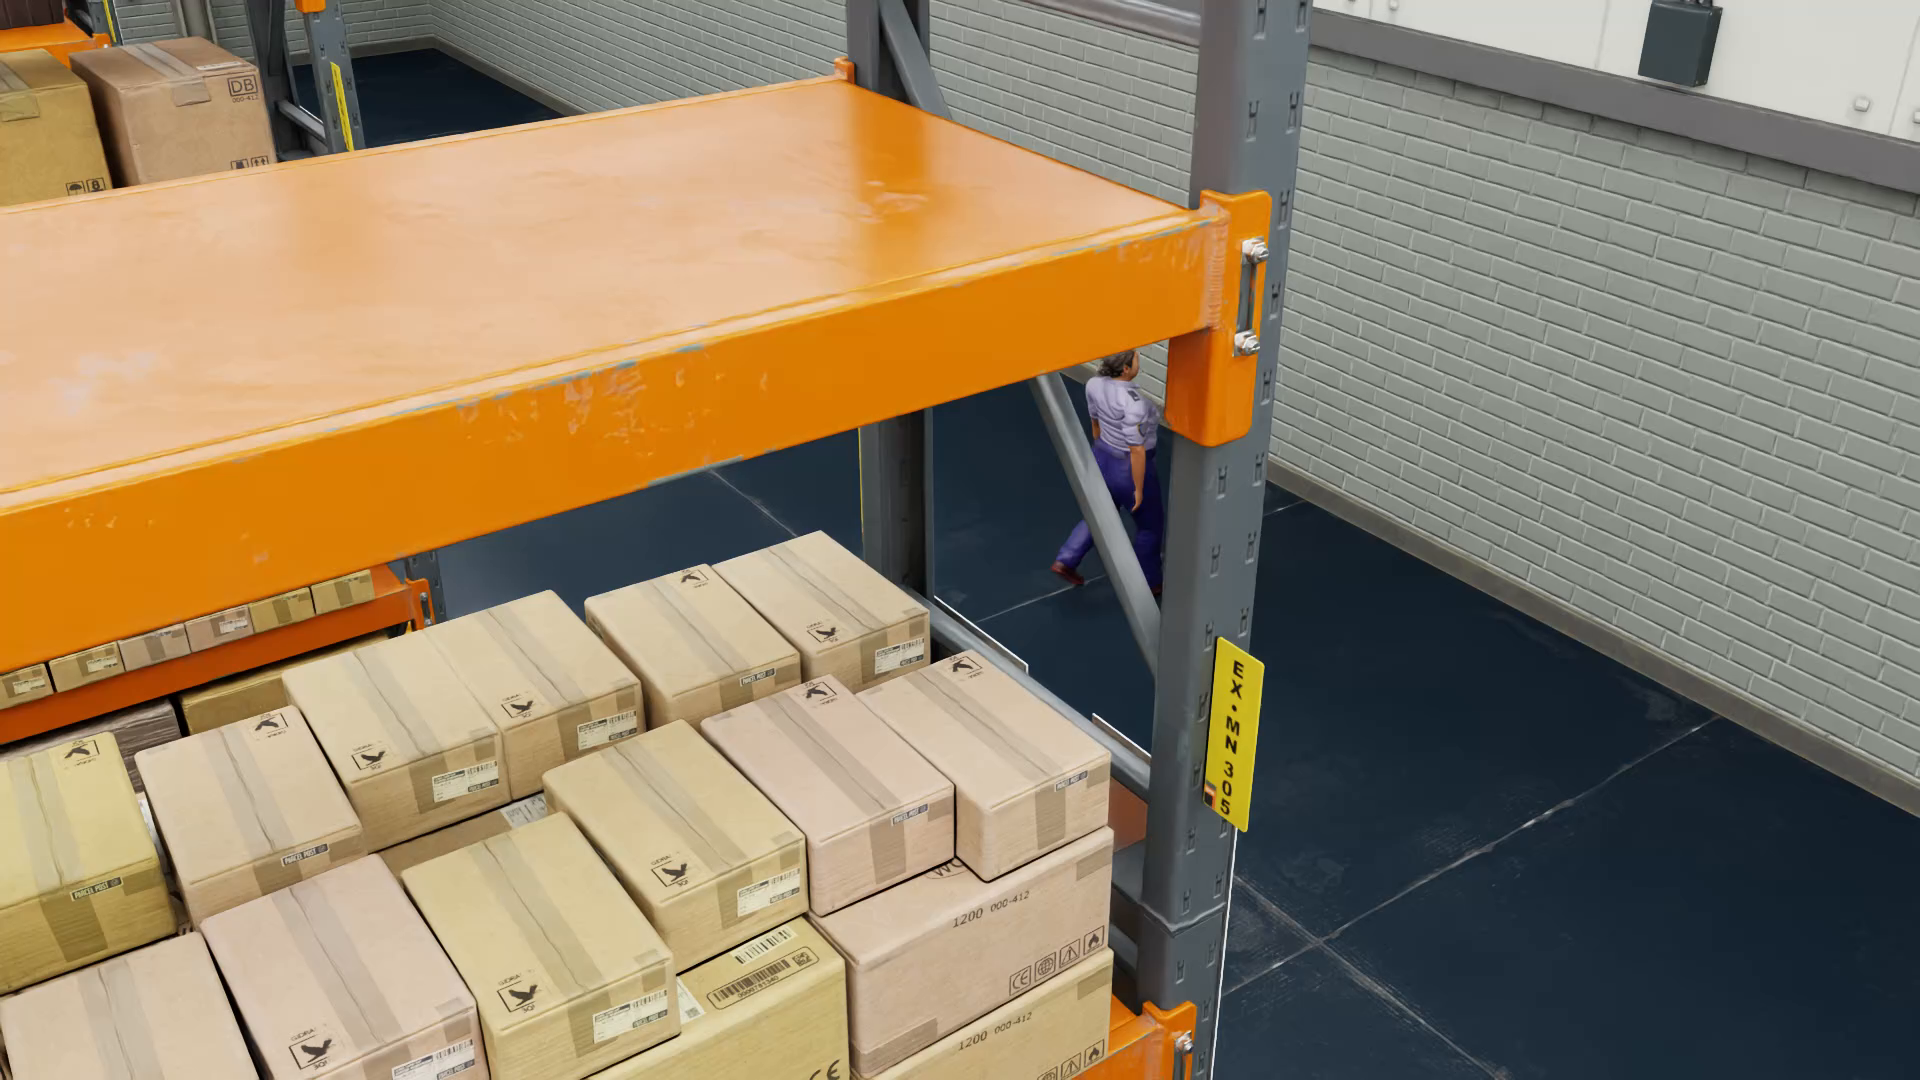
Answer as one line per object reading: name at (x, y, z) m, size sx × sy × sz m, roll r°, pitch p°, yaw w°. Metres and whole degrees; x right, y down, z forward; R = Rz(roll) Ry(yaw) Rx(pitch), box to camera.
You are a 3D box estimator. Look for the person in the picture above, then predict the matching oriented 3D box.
person at (0.935, -0.400, 9.390) m, size 0.756 × 1.621 × 0.483 m, roll -22°, pitch 36°, yaw -35°
